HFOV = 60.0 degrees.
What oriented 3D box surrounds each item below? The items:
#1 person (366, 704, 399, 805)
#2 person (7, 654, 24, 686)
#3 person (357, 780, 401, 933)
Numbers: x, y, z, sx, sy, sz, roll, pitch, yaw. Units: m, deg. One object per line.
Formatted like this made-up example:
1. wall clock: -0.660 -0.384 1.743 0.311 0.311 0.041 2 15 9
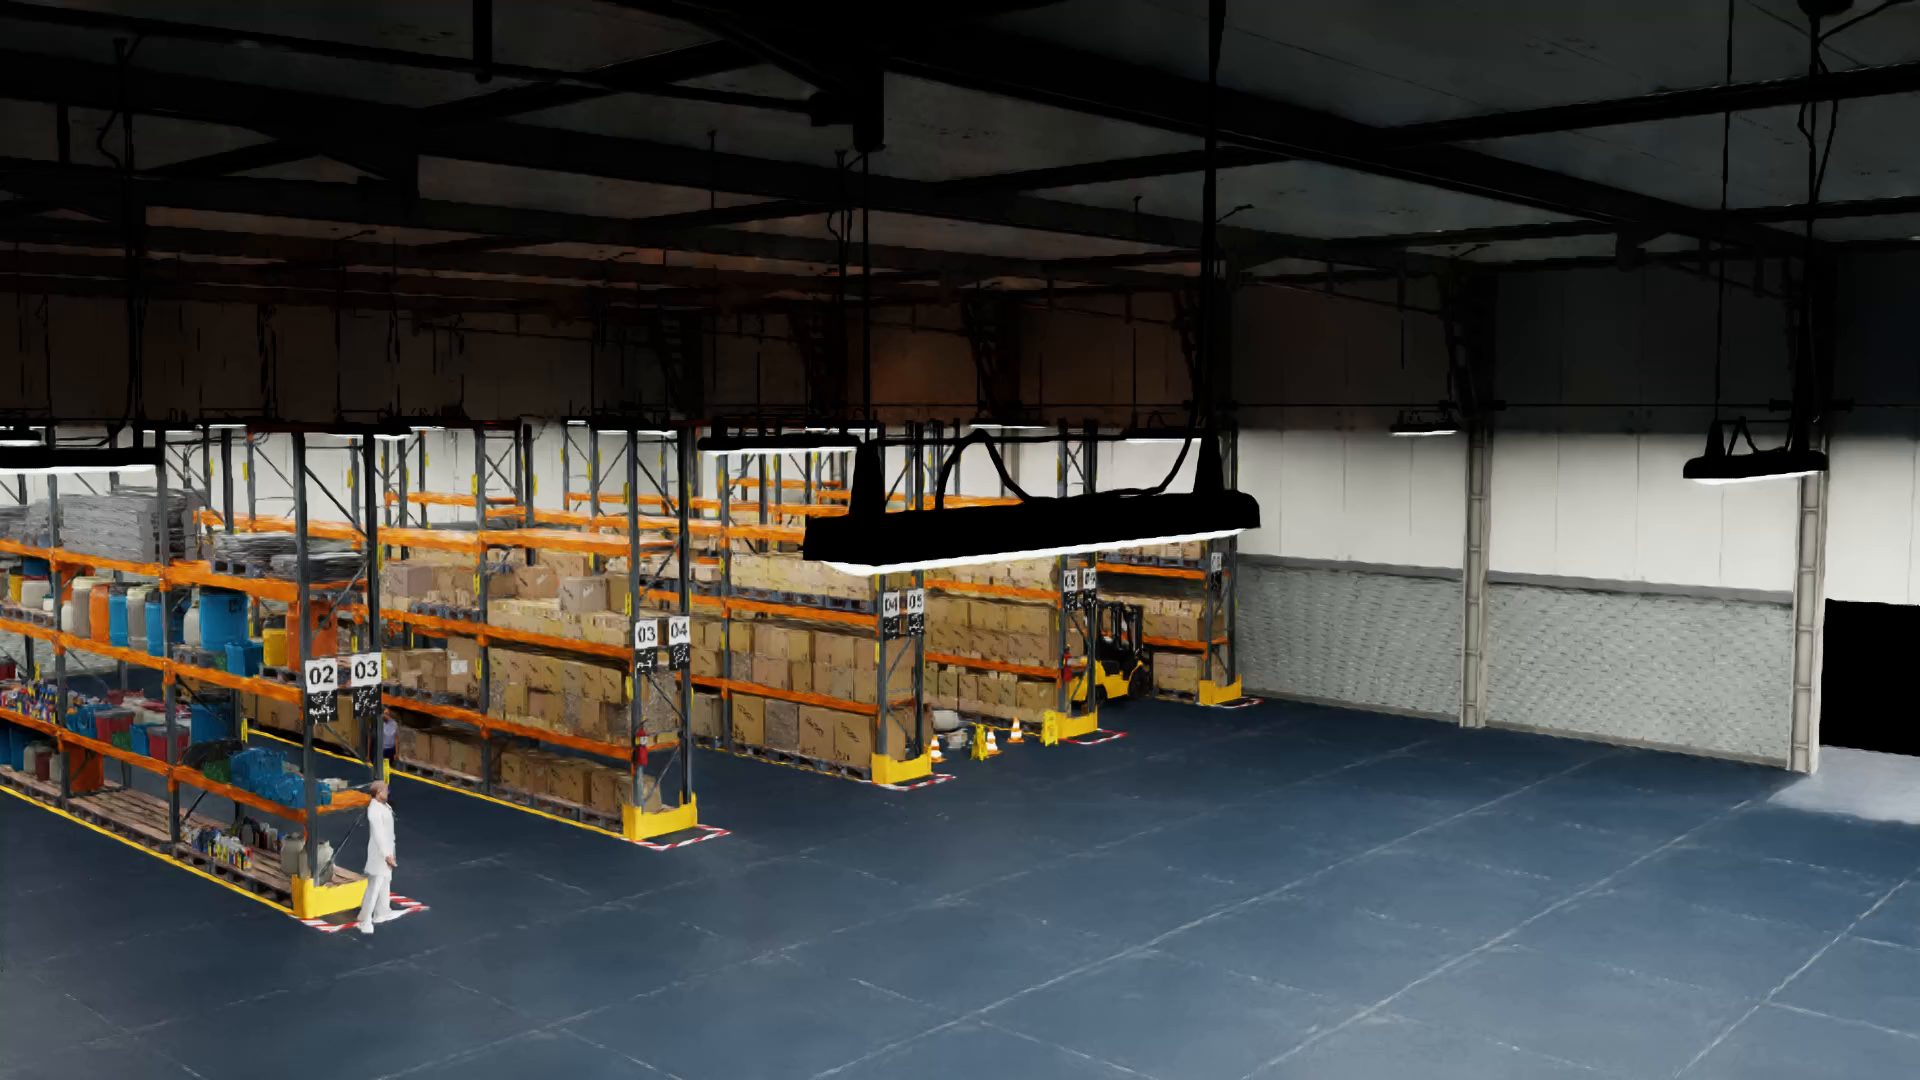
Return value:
1. person: -9.135 3.376 26.426 1.083 1.567 0.478 4 6 39
2. person: -17.861 2.952 31.309 0.997 1.614 0.448 3 6 33
3. person: -7.045 3.797 20.101 0.477 1.775 0.745 -1 5 -13
